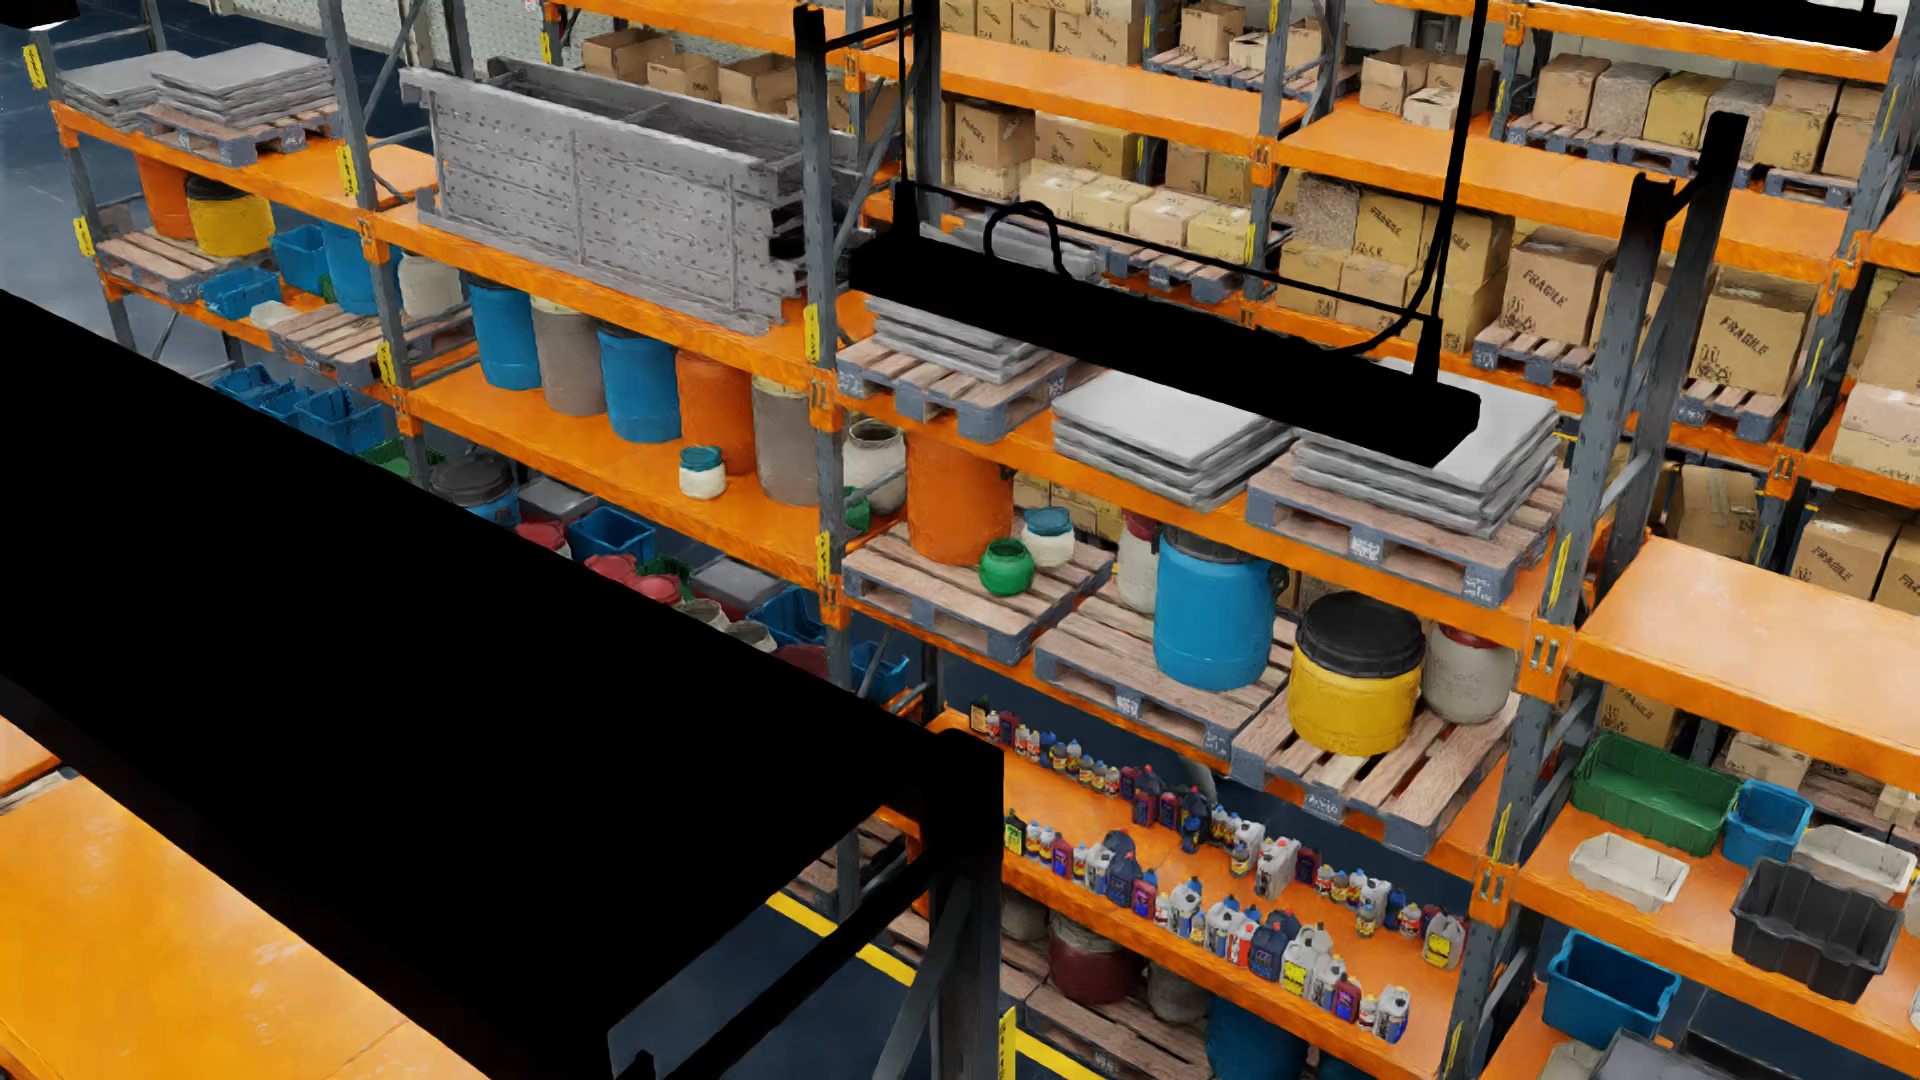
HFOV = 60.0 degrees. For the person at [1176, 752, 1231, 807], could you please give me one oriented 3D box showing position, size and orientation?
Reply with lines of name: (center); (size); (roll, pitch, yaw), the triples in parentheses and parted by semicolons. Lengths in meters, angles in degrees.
person: (1.715, 1.080, 11.878); (0.542, 1.715, 0.682); (20, 37, 29)
